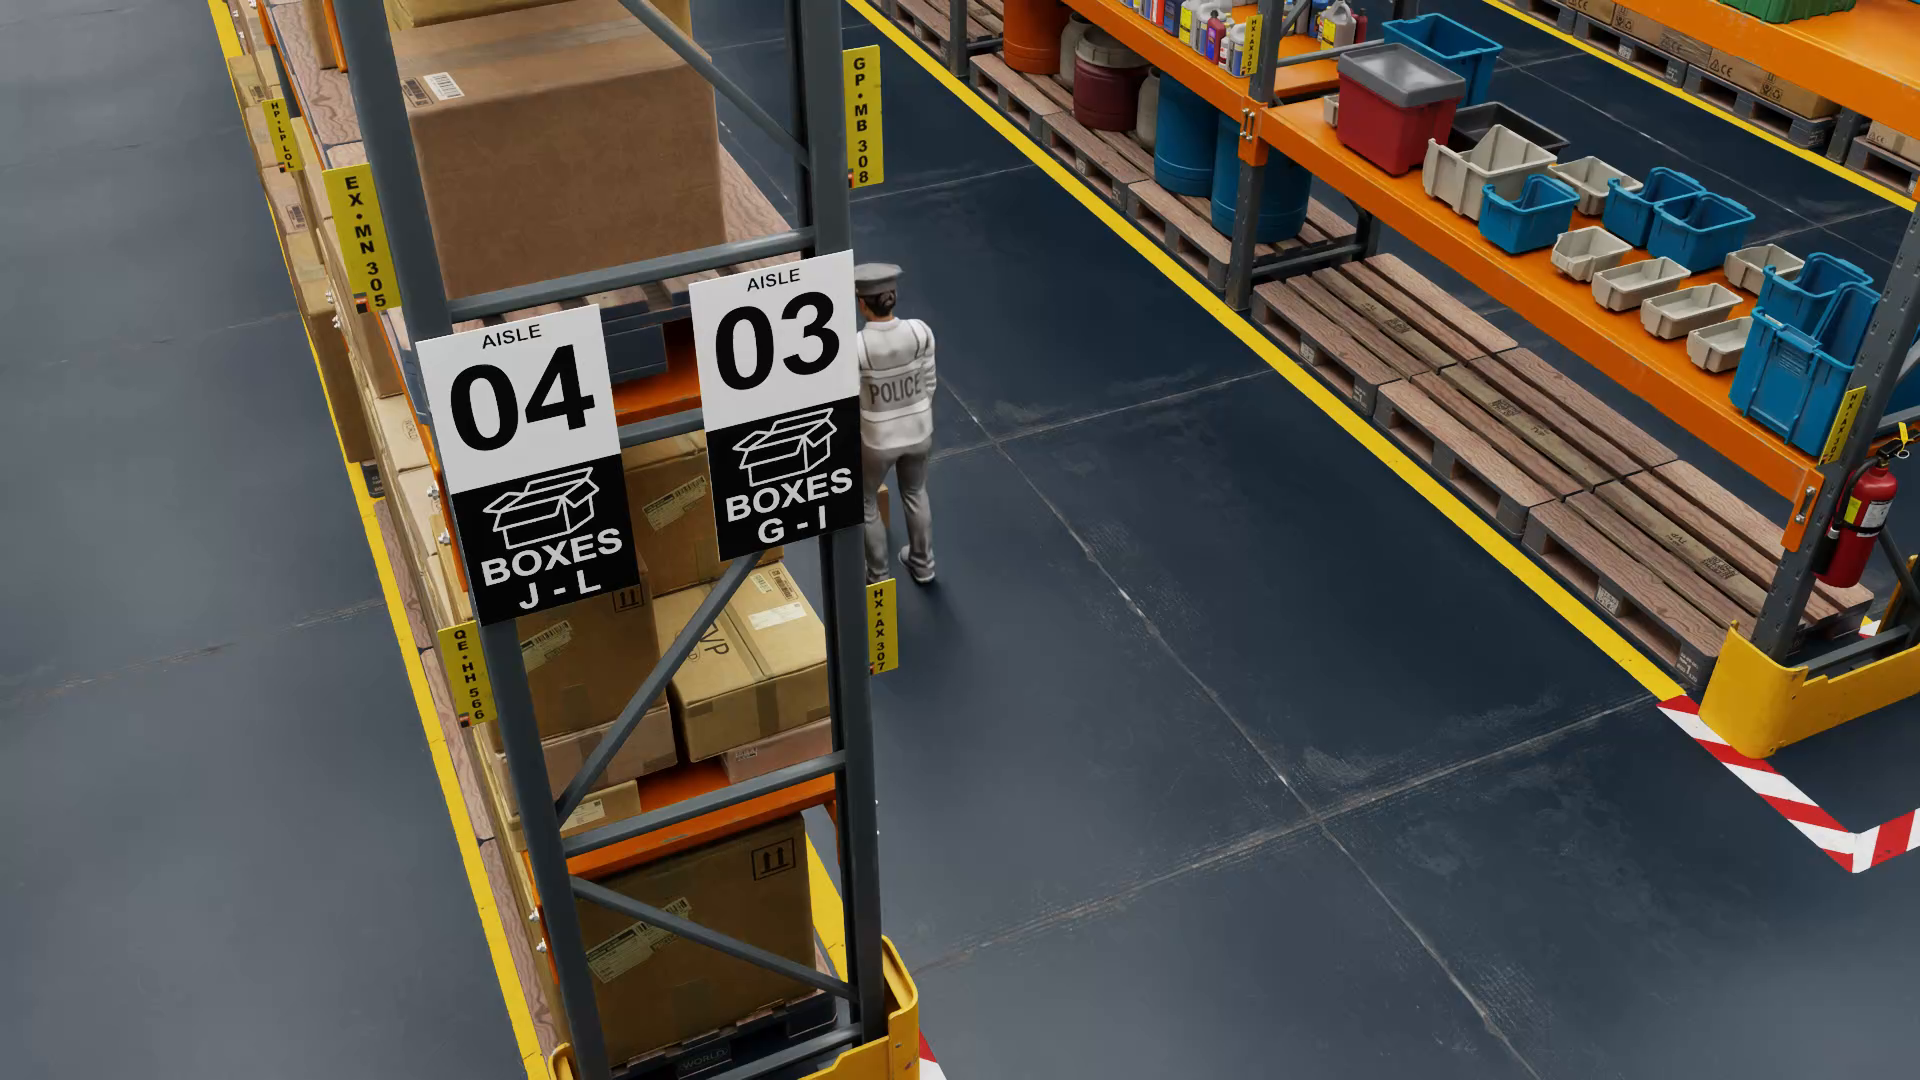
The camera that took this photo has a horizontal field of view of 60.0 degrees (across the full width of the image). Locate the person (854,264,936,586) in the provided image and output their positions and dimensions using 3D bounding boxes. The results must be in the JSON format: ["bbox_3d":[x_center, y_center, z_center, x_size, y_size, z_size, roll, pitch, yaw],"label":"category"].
[{"bbox_3d":[-0.341,-0.473,7.495,0.488,1.648,0.396,-15,40,-19],"label":"person"}]
